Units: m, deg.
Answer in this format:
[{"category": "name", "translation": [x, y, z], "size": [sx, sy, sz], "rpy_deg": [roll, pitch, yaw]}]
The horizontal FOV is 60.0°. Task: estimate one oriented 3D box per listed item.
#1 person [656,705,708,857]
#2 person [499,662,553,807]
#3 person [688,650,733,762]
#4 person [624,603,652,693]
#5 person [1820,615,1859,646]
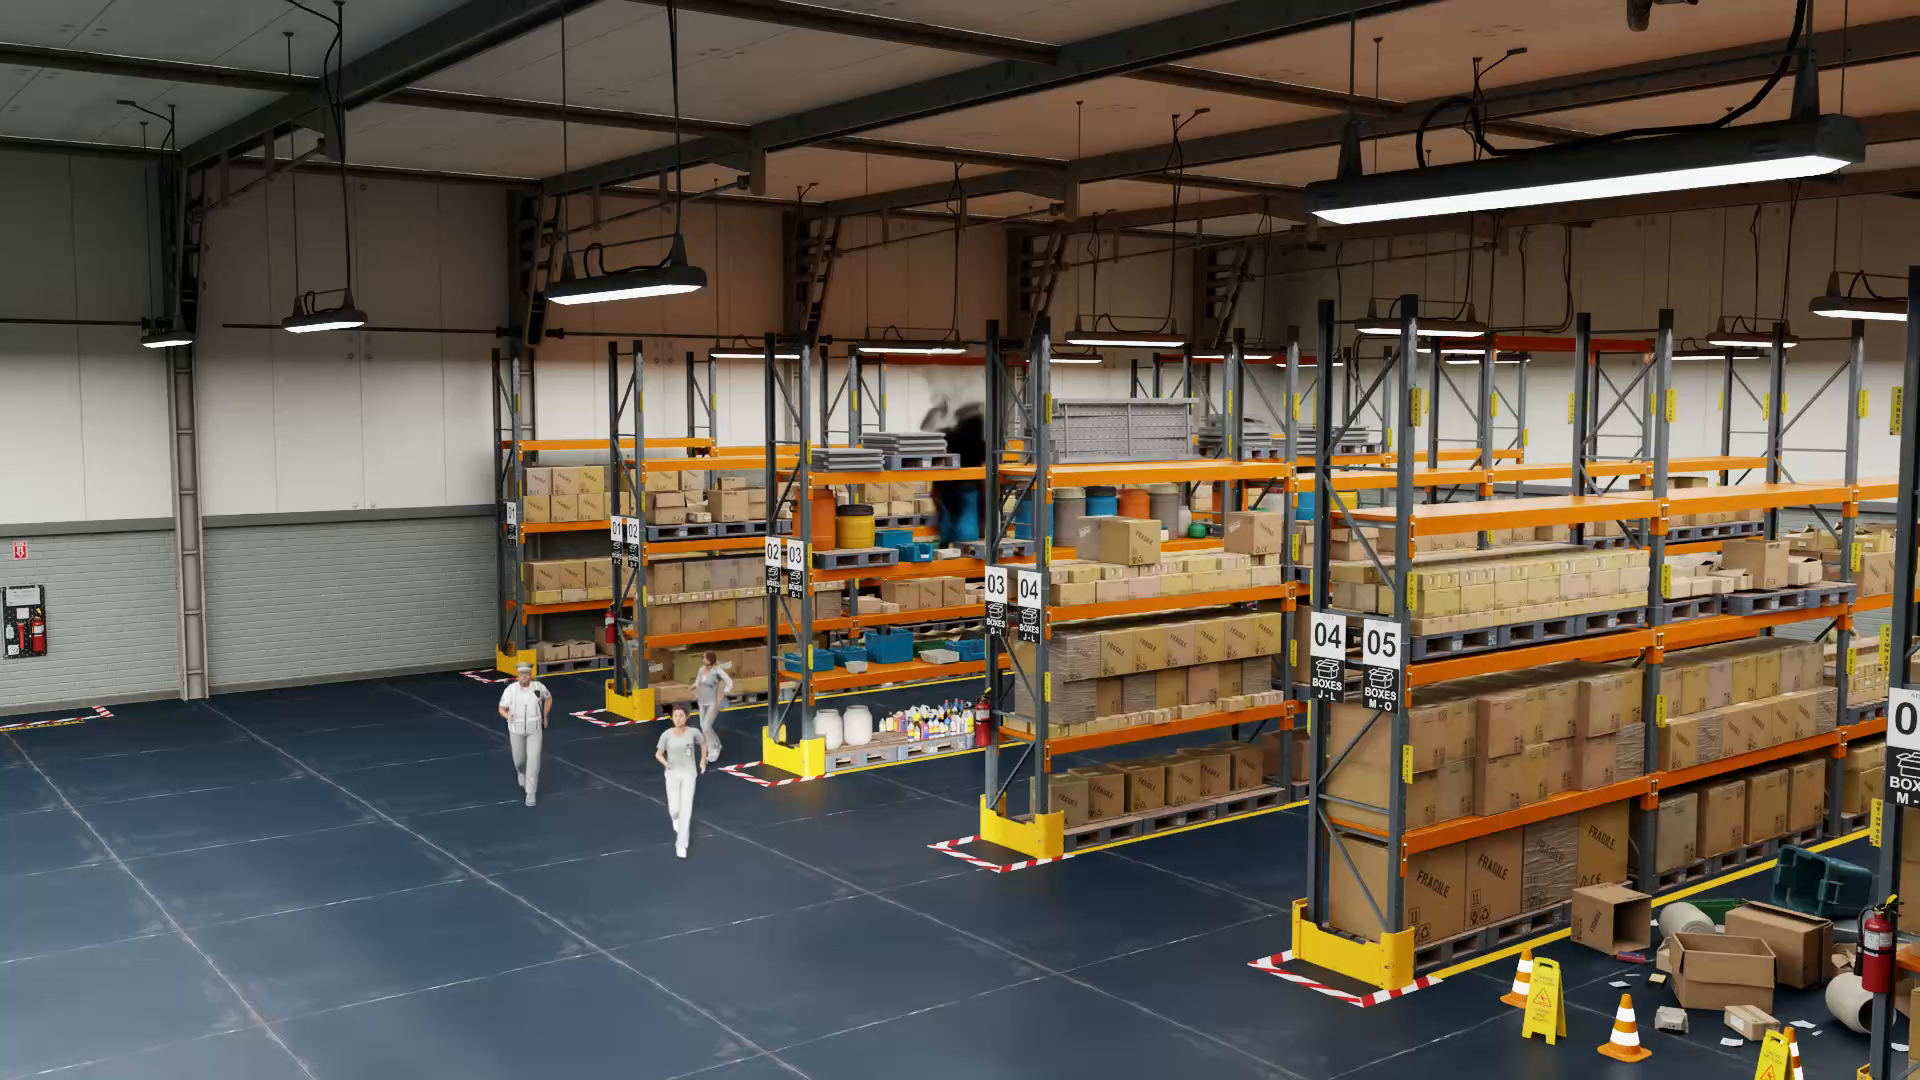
[{"category": "person", "translation": [-3.148, 2.686, 18.837], "size": [0.584, 1.633, 0.970], "rpy_deg": [-1, 5, -8]}, {"category": "person", "translation": [-5.532, 2.427, 21.211], "size": [0.664, 1.790, 0.919], "rpy_deg": [-1, 5, -14]}, {"category": "person", "translation": [-3.541, 2.331, 23.291], "size": [0.549, 1.573, 0.560], "rpy_deg": [3, 6, 32]}, {"category": "person", "translation": [-5.519, 1.827, 28.804], "size": [0.669, 1.620, 0.613], "rpy_deg": [-5, 7, -44]}, {"category": "person", "translation": [14.321, 2.003, 27.054], "size": [0.627, 1.687, 0.709], "rpy_deg": [3, 6, 31]}]
